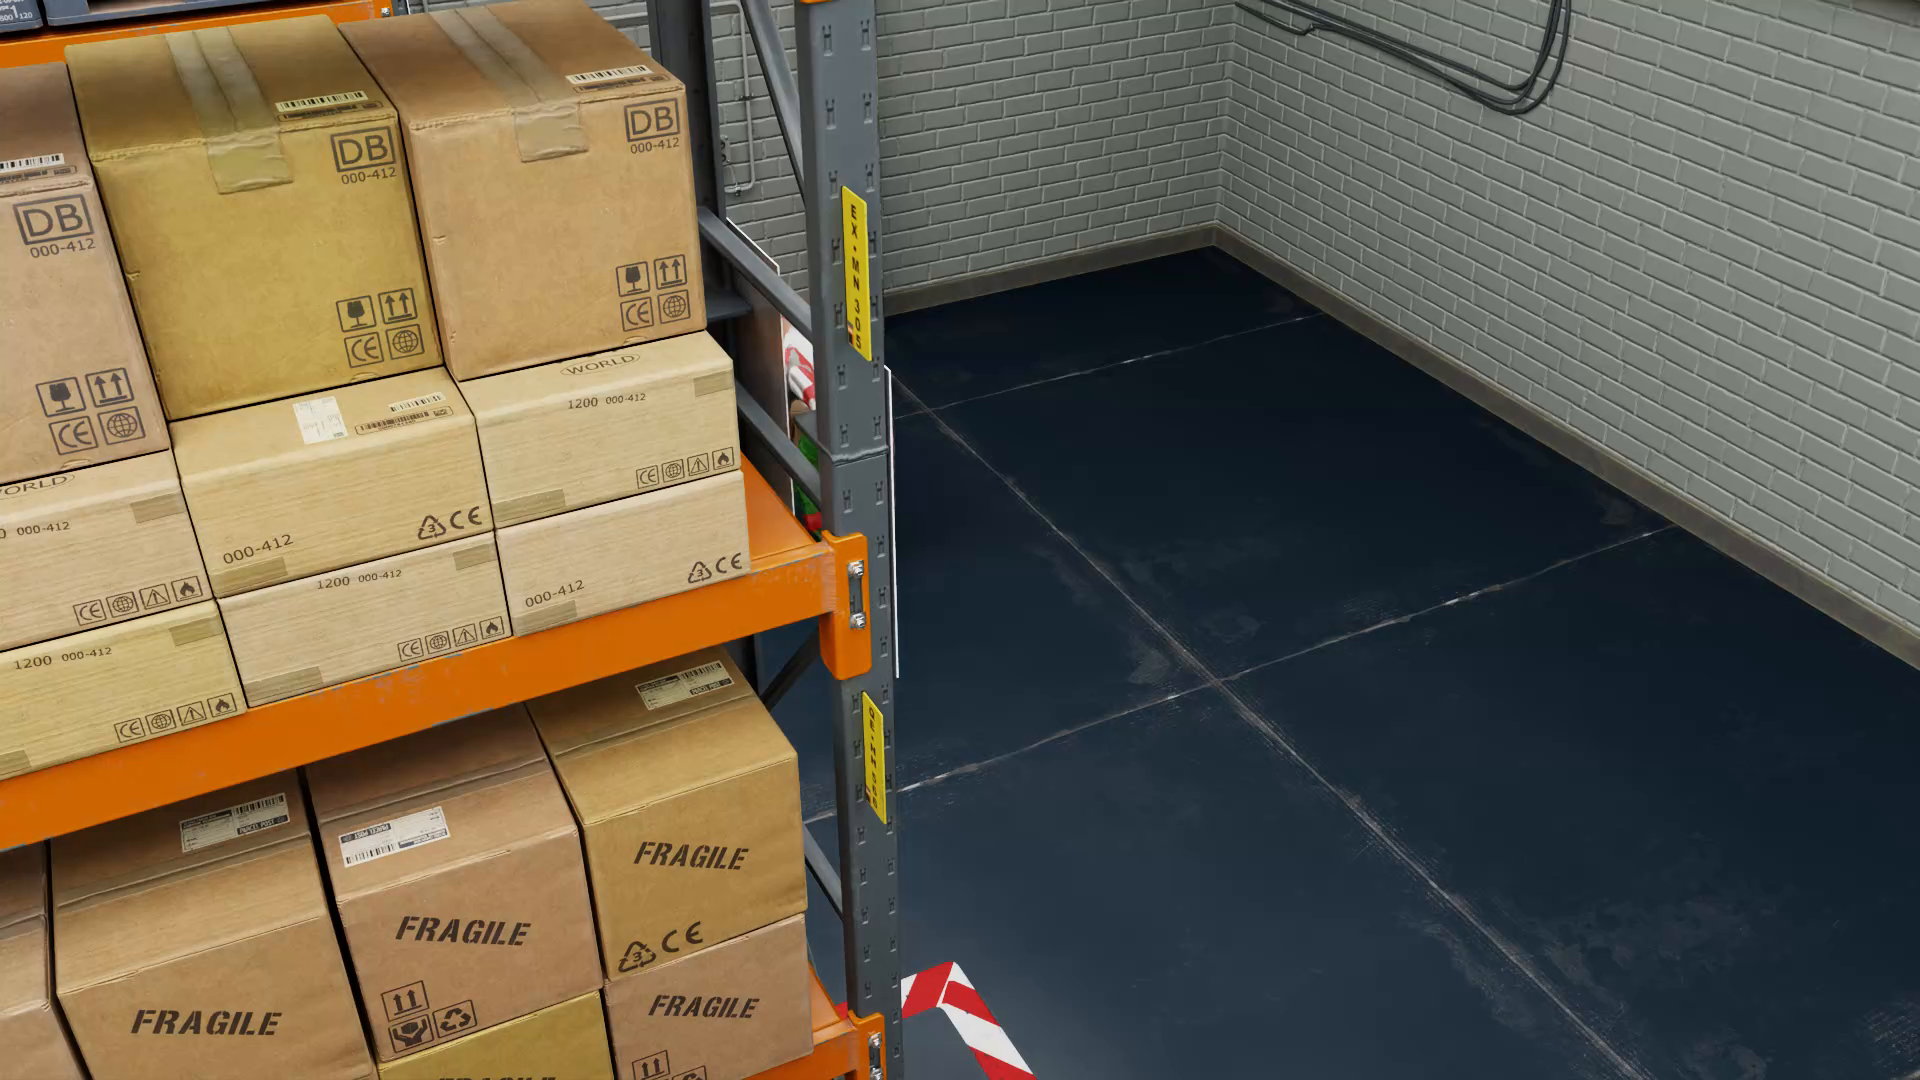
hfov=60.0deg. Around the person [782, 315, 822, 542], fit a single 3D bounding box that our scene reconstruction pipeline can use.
[{"bbox_3d":[-0.690,-0.535,8.408,0.503,1.288,0.919,-17,37,-25],"label":"person"}]
